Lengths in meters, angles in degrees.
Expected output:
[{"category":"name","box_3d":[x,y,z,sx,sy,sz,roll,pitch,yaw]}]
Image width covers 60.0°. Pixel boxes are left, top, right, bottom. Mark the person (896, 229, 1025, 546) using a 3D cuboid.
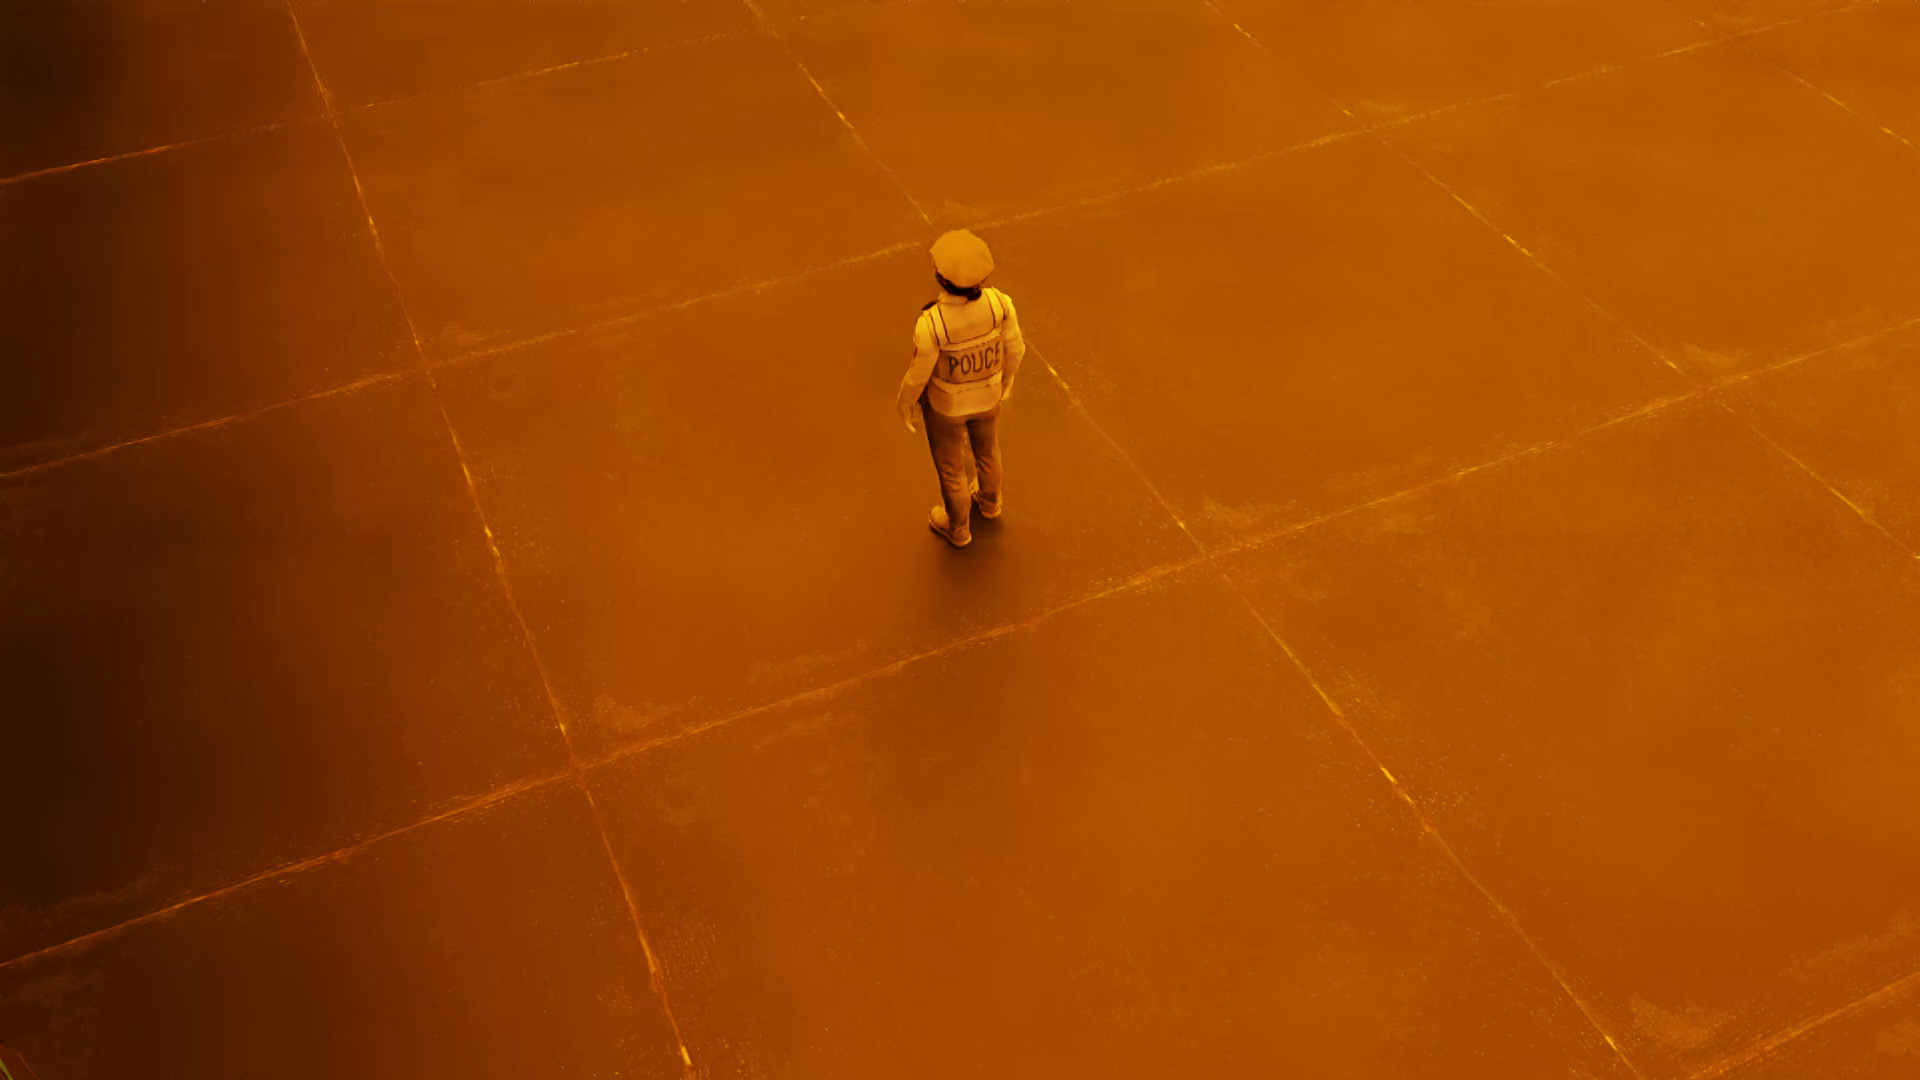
[{"category":"person","box_3d":[-0.022,-0.669,7.292,0.586,1.695,0.533,-18,46,-18]}]
